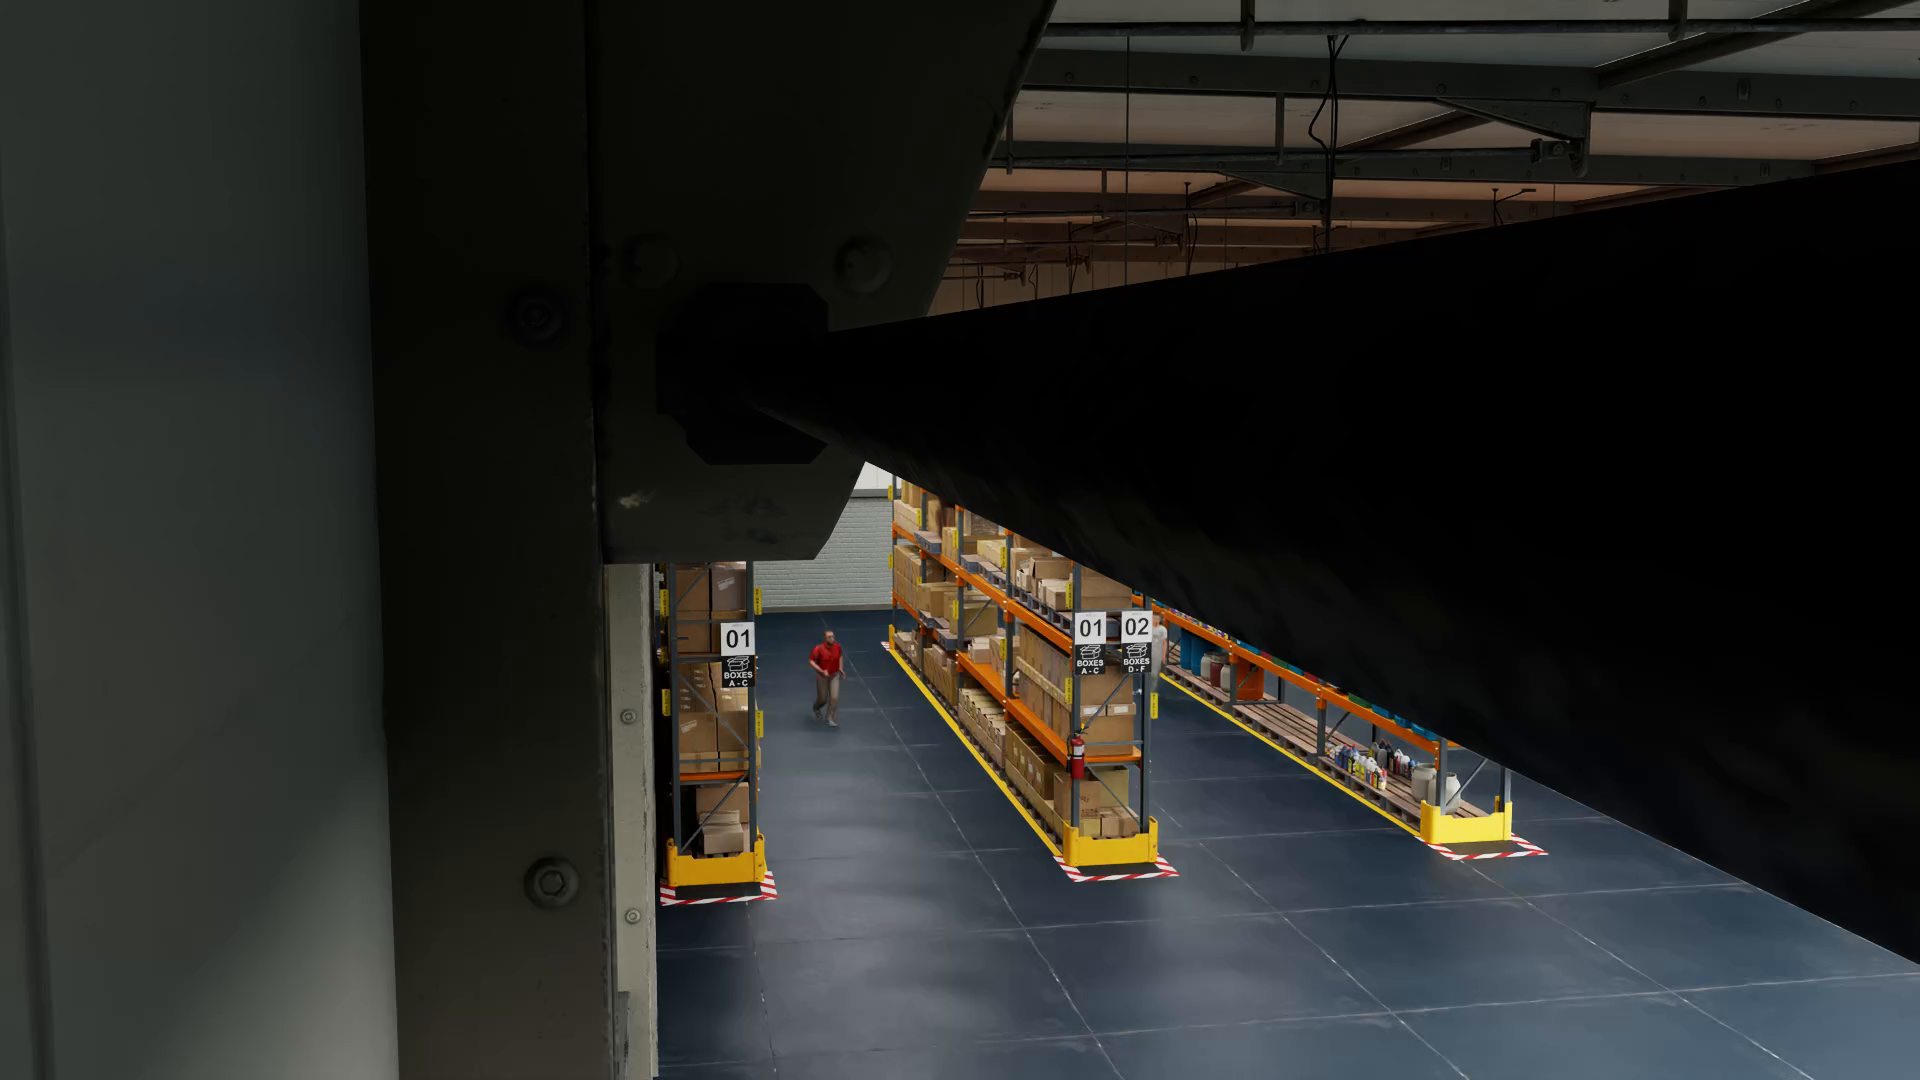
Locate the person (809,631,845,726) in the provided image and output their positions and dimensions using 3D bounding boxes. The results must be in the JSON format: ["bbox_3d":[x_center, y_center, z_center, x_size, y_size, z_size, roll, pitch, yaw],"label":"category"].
[{"bbox_3d":[-2.334,2.388,28.938,0.659,1.673,0.777,-3,7,-25],"label":"person"}]

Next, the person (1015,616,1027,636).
[{"bbox_3d":[1.310,1.699,34.809,0.639,1.842,0.873,-2,6,-16],"label":"person"}]

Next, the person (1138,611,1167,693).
[{"bbox_3d":[3.605,2.157,31.068,0.577,1.694,0.463,3,7,25],"label":"person"}]
